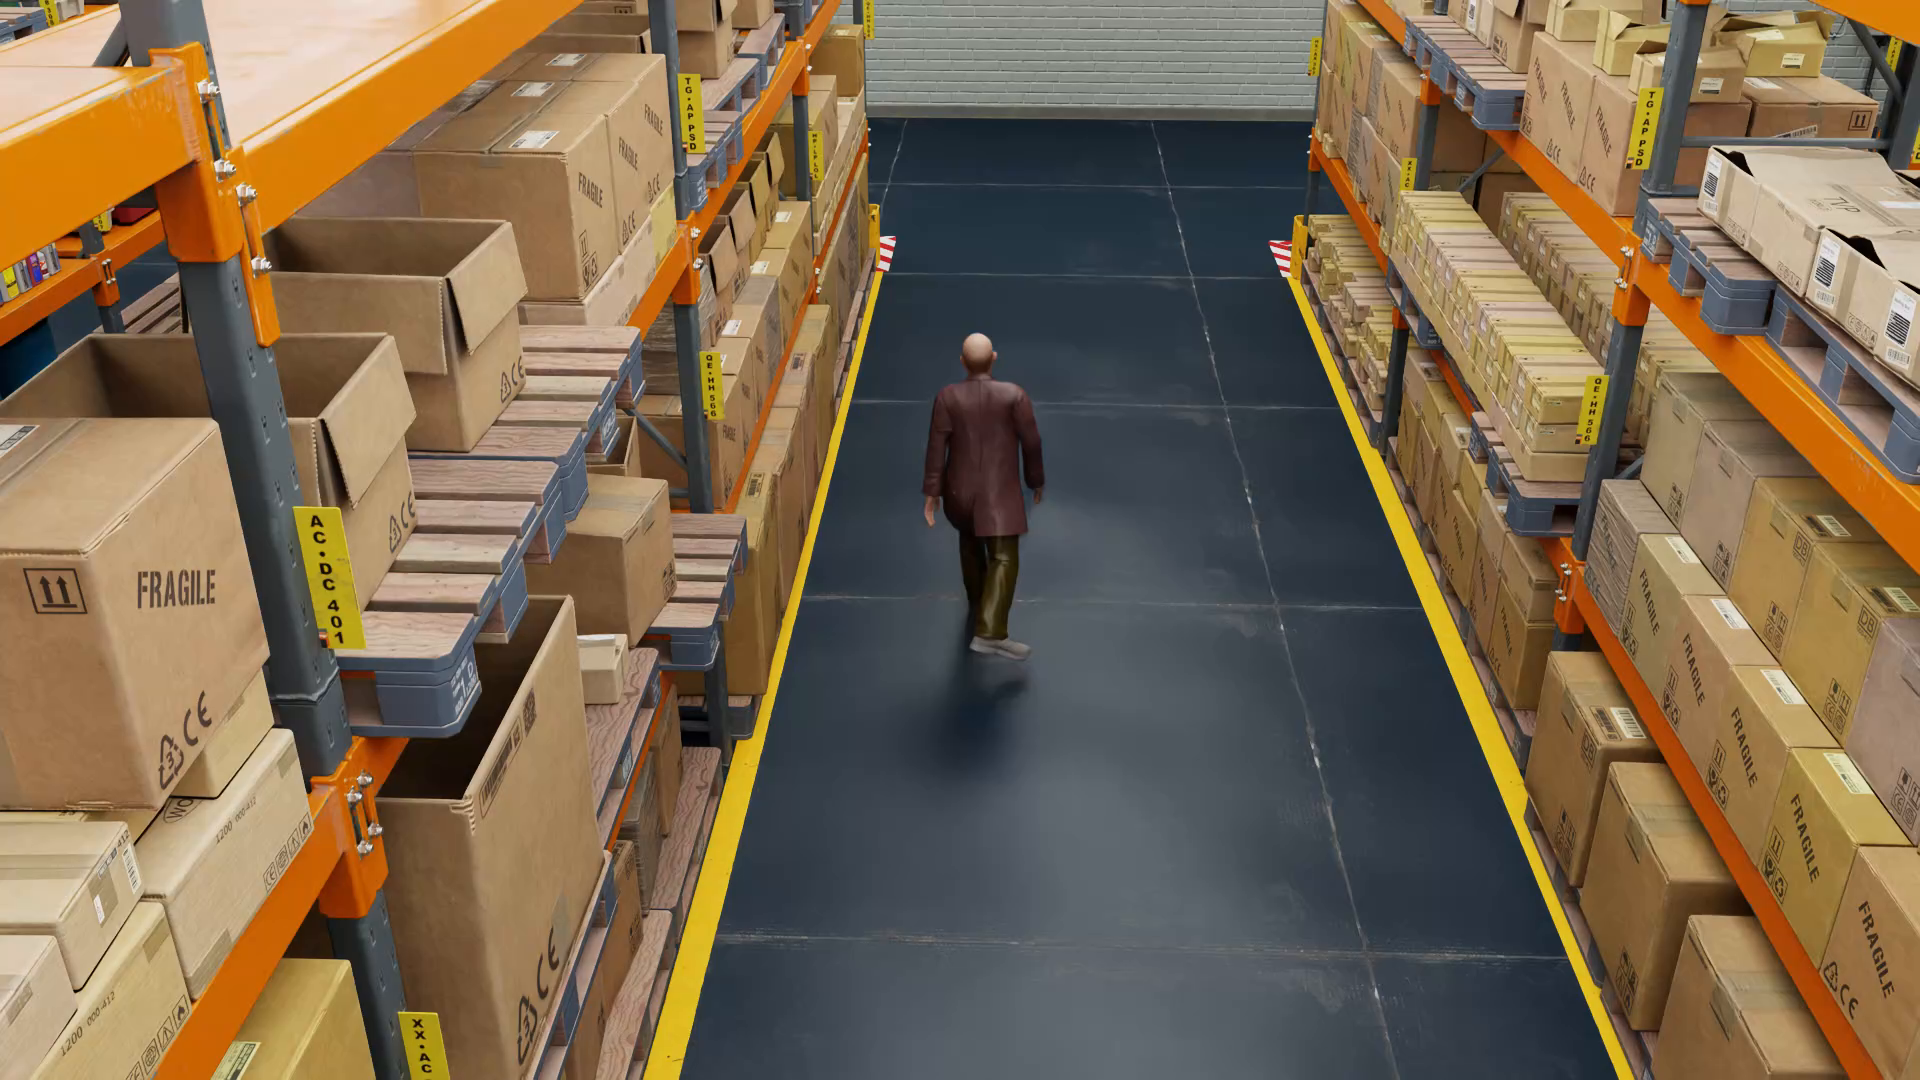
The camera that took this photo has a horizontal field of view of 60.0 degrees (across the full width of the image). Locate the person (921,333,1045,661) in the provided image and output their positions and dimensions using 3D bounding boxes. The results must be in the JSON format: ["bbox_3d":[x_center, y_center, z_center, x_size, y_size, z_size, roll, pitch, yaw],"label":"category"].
[{"bbox_3d":[0.118,-0.236,9.107,0.678,1.729,1.012,5,28,10],"label":"person"}]
